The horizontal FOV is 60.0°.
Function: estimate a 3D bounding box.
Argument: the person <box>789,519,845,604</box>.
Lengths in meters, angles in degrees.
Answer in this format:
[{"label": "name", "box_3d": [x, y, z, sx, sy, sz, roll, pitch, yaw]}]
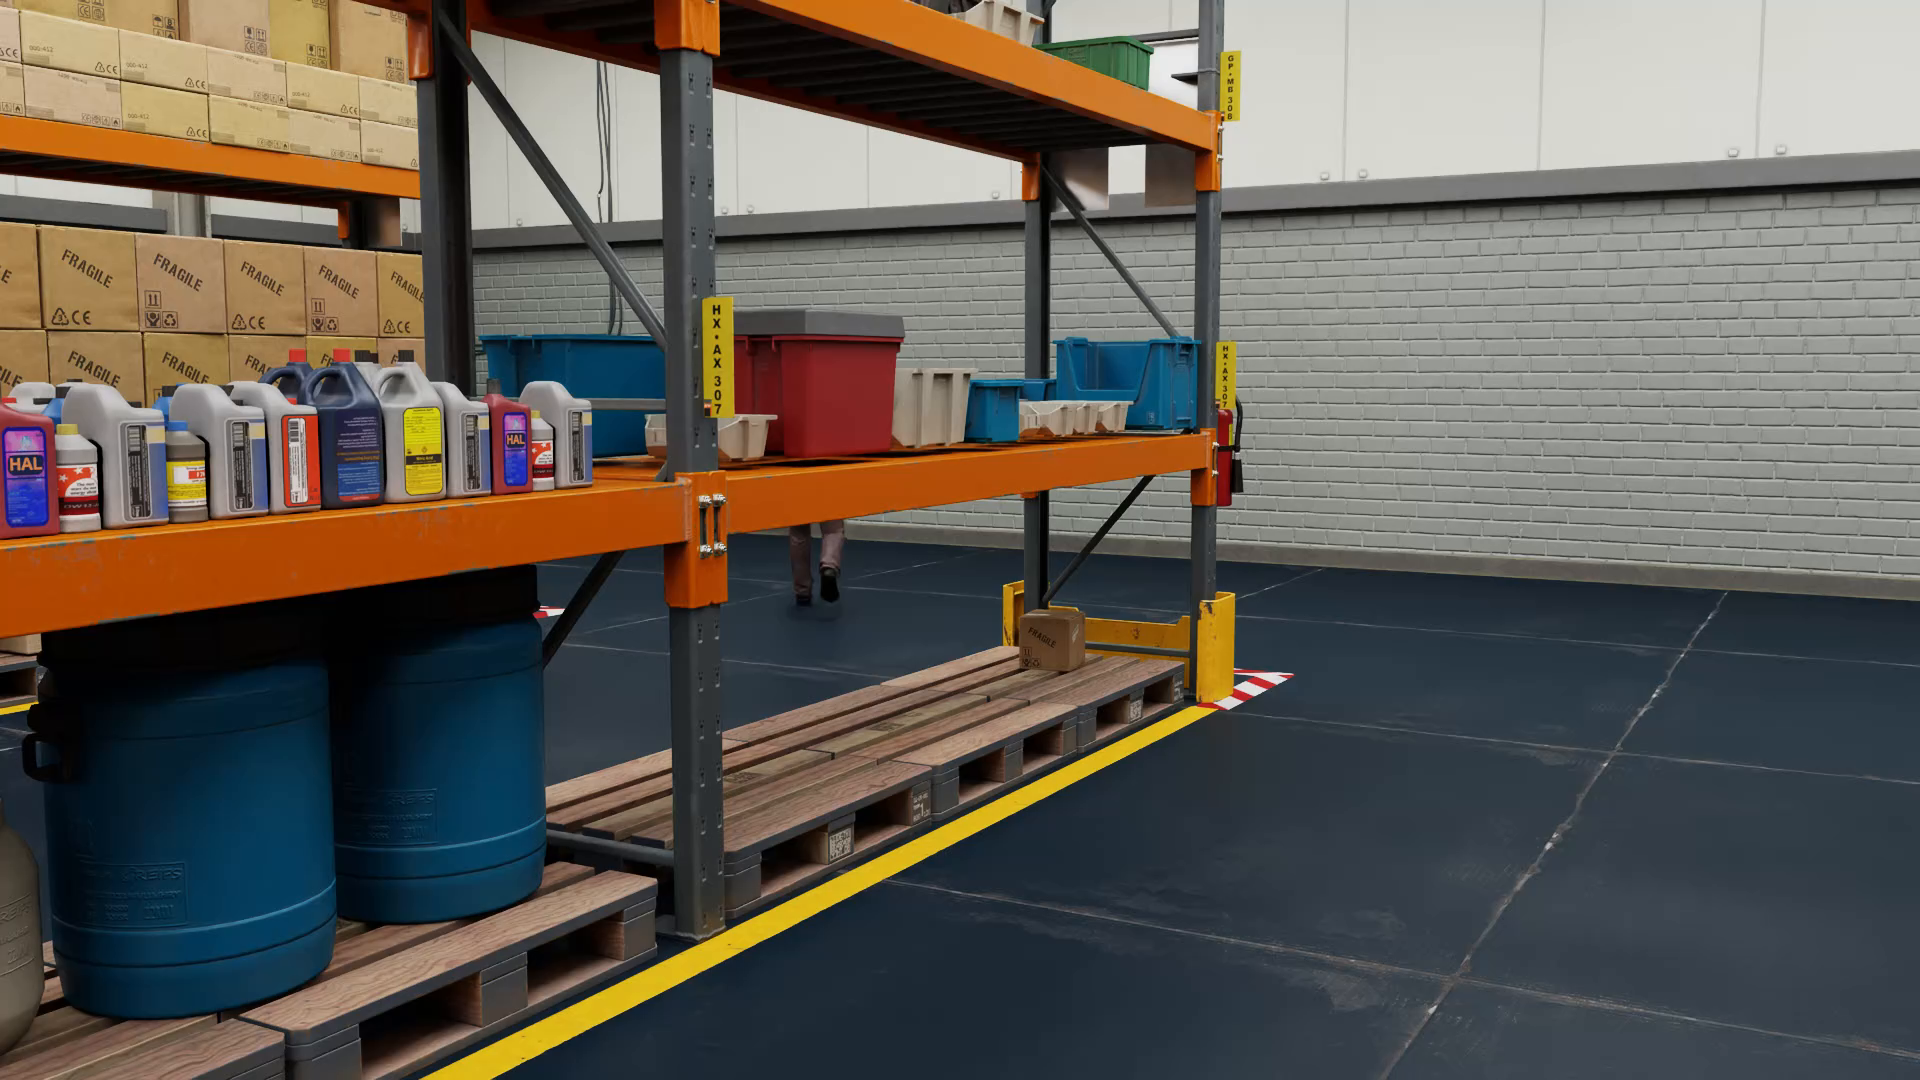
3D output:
[{"label": "person", "box_3d": [-0.985, -0.393, 11.173, 0.526, 1.691, 0.842, 0, 6, -3]}]
